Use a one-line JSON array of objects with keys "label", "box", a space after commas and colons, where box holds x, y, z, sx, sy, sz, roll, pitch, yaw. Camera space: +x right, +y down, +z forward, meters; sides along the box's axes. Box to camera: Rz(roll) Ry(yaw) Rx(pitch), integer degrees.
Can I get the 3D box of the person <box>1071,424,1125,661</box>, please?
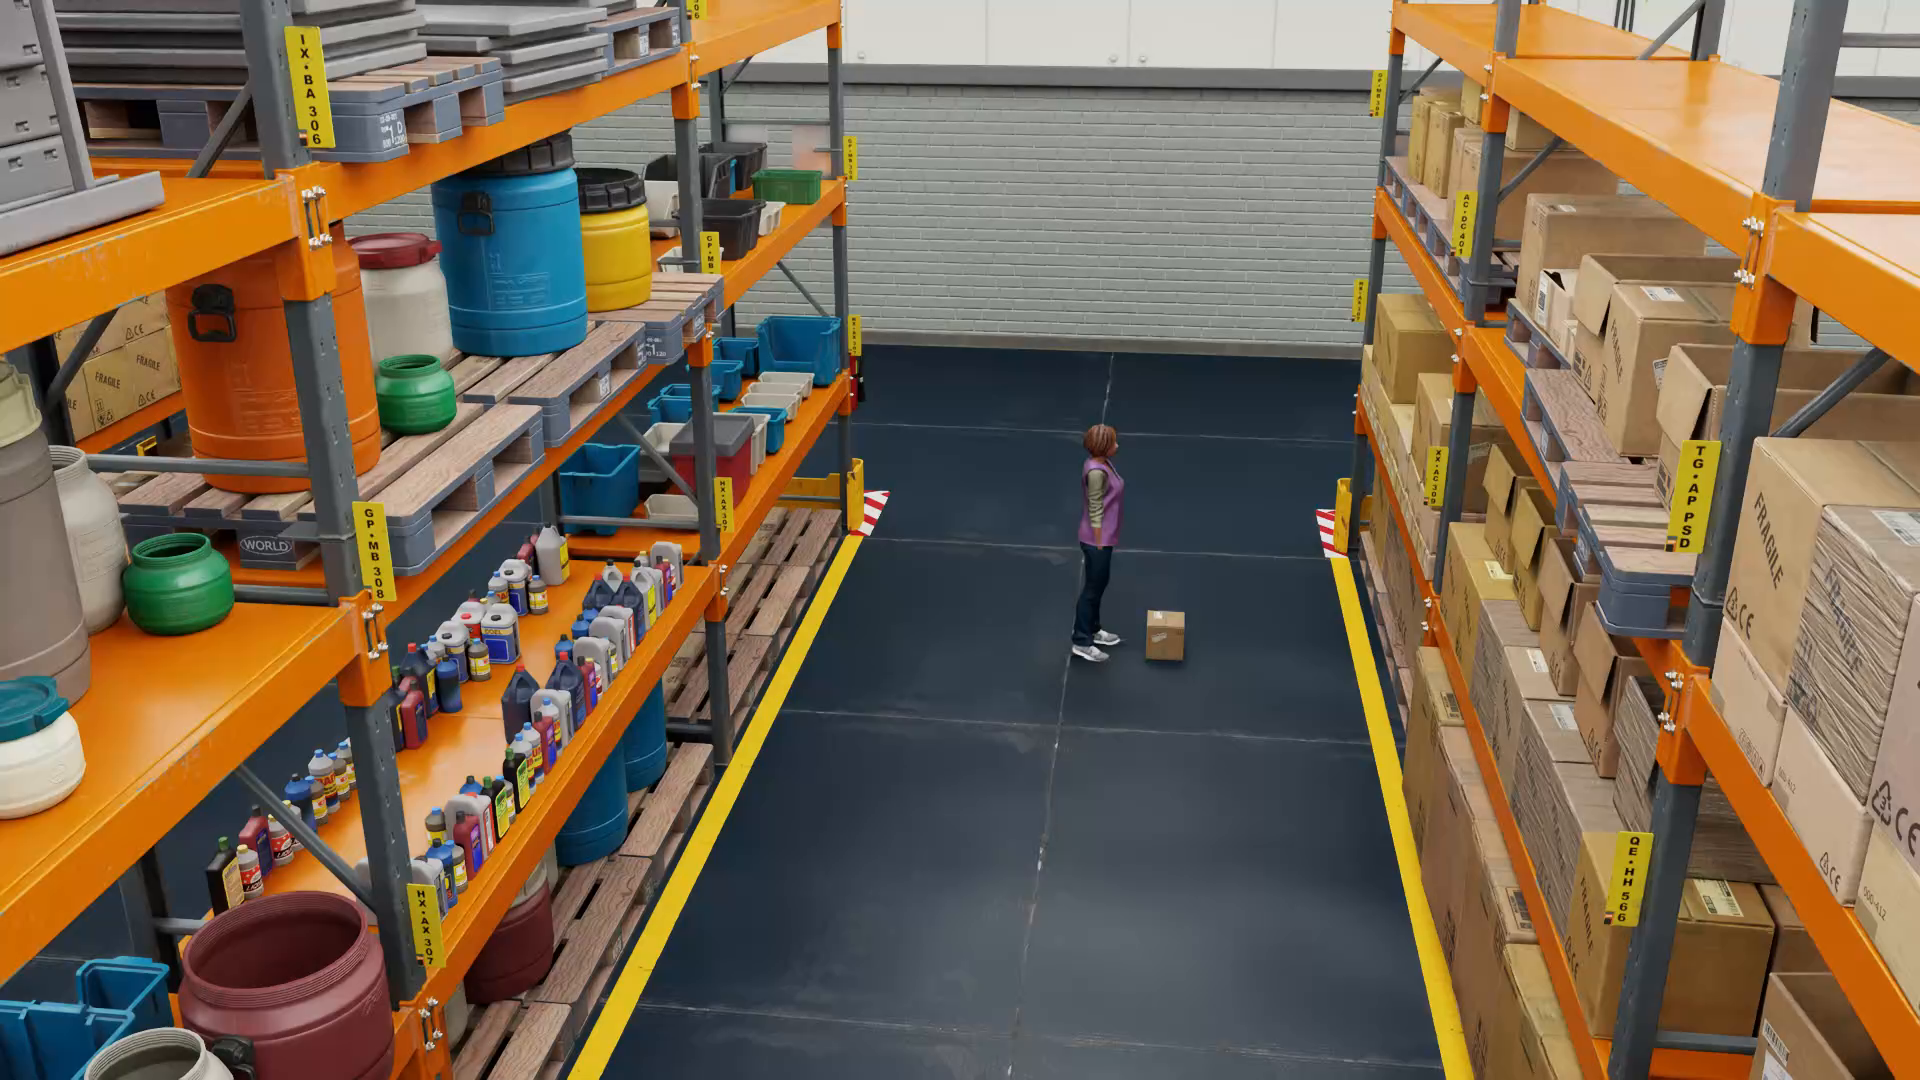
[{"label": "person", "box": [0.926, 0.010, 11.115, 0.325, 1.610, 0.420, 3, 22, 8]}]
